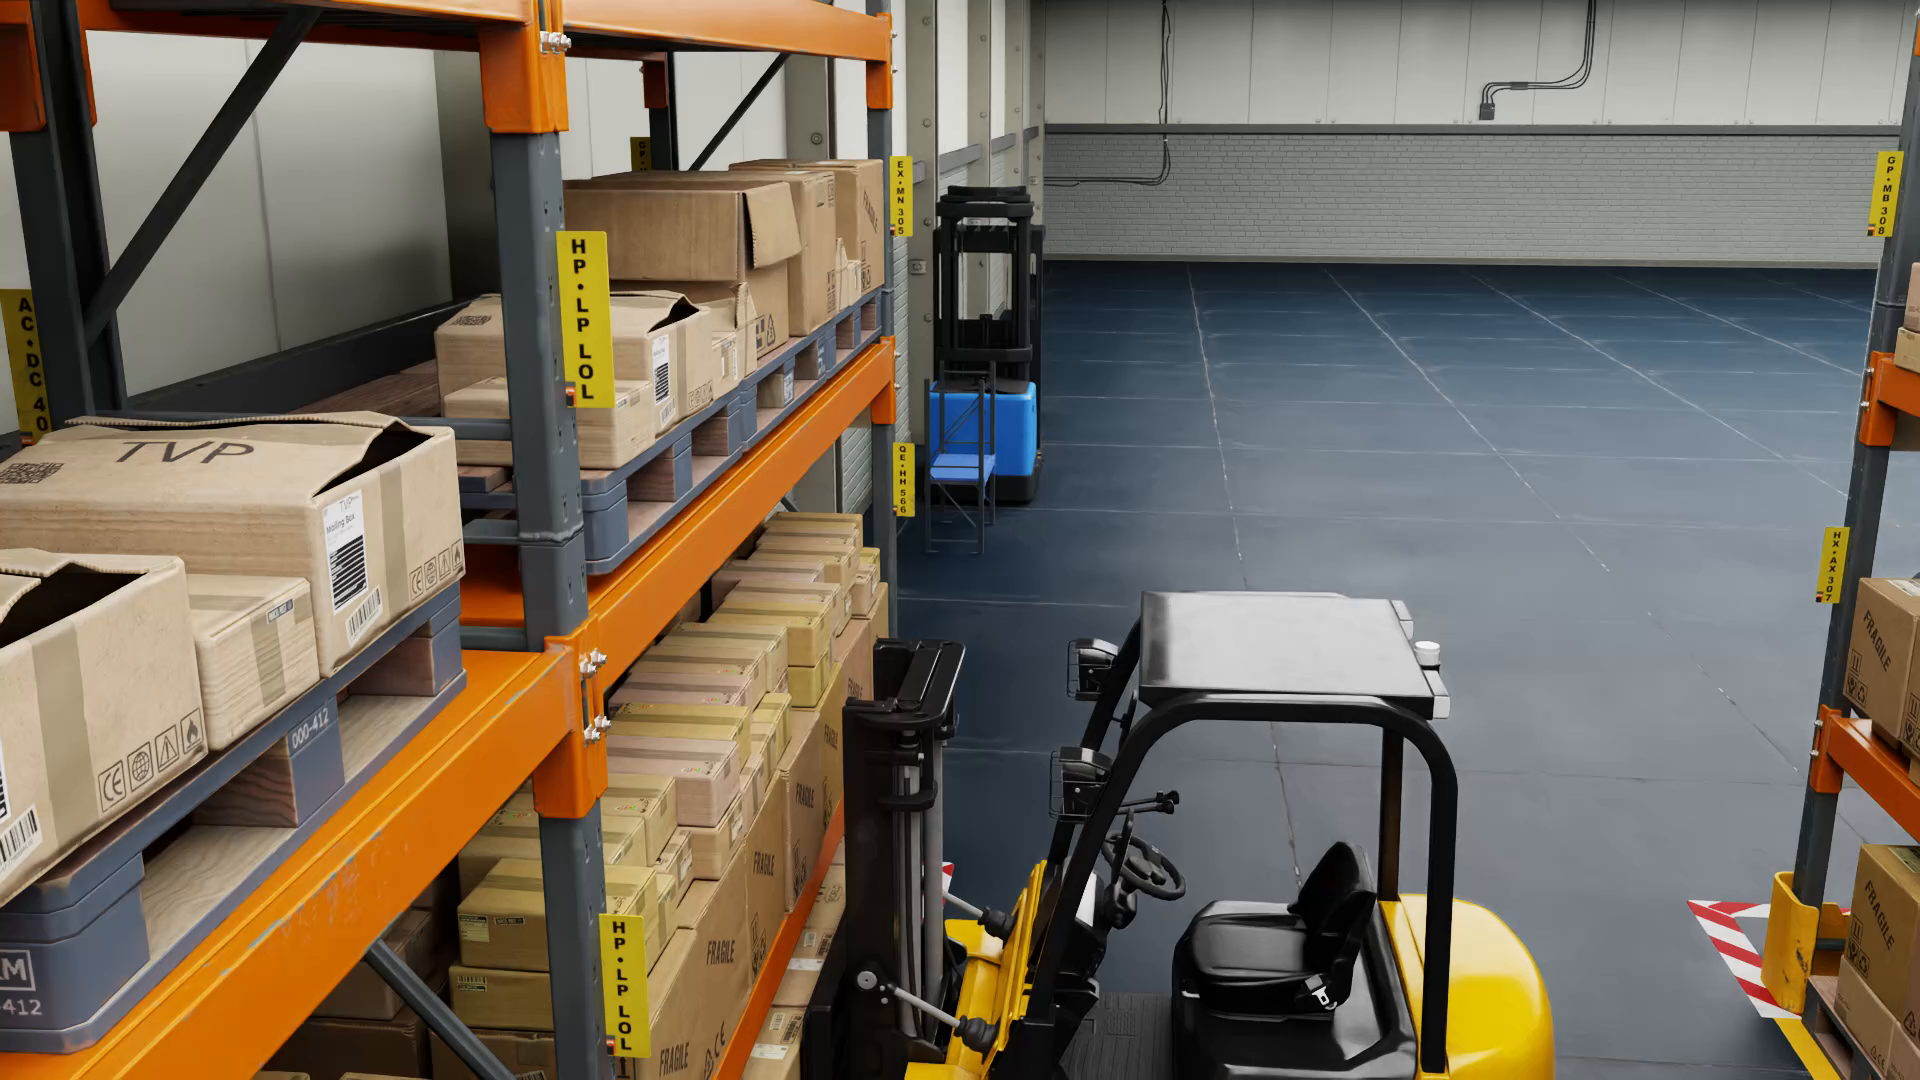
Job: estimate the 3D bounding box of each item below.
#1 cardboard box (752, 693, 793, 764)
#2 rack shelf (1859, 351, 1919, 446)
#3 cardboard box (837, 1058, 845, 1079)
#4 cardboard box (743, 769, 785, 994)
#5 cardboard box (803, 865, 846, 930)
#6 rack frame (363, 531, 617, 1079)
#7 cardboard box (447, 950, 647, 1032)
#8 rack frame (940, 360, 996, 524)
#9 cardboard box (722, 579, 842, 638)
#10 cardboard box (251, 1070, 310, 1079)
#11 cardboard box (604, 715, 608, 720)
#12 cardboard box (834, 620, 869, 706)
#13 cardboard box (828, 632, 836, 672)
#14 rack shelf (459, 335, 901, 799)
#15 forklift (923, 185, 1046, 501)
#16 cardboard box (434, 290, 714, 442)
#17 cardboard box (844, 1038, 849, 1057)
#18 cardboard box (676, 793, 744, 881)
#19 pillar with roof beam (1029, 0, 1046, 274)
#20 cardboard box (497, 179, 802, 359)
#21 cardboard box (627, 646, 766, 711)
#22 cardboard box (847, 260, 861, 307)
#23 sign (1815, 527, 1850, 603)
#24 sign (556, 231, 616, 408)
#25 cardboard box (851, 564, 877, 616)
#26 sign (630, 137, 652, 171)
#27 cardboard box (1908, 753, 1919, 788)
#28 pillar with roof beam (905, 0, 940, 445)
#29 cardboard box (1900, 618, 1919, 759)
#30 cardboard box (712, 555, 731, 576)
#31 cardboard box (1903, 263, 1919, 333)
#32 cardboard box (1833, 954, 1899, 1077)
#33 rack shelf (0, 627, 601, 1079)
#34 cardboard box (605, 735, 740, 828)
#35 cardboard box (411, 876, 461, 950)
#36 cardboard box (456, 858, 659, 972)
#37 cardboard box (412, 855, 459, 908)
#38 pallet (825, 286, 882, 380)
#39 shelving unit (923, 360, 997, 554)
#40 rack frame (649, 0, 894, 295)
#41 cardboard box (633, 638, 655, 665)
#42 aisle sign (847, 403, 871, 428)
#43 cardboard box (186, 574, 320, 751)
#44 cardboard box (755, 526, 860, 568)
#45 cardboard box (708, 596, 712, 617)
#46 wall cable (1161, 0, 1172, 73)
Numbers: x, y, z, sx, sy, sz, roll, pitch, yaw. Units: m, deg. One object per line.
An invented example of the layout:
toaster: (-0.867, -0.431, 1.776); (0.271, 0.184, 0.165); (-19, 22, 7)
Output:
cardboard box: (-0.744, 0.593, 5.287); (0.380, 0.149, 0.250); (1, 15, 5)
rack shelf: (3.923, -0.044, 4.710); (1.077, 0.370, 4.000); (2, 15, 6)
cardboard box: (-0.691, 2.042, 5.827); (0.500, 0.250, 0.500); (2, 15, 8)
cardboard box: (-0.828, 1.007, 4.998); (0.500, 0.500, 0.500); (2, 15, 6)
cardboard box: (-0.625, 1.427, 6.186); (0.500, 0.250, 0.500); (2, 15, 7)
rack frame: (-1.236, 1.430, 3.627); (1.000, 3.000, 0.127); (2, 15, 6)
cardboard box: (-0.938, 0.994, 3.806); (0.380, 0.149, 0.250); (1, 15, 5)
rack frame: (0.067, -0.878, 15.036); (0.500, 1.500, 0.032); (2, 15, 6)
cardboard box: (-0.636, 0.253, 5.974); (0.380, 0.149, 0.250); (2, 15, 8)
cardboard box: (-1.488, 1.153, 3.215); (0.380, 0.149, 0.250); (1, 15, 5)
cardboard box: (-1.281, 0.578, 5.344); (0.380, 0.149, 0.250); (1, 15, 4)
cardboard box: (-0.647, 0.614, 6.453); (0.500, 0.500, 0.500); (2, 15, 8)
cardboard box: (-0.657, 0.397, 6.014); (0.380, 0.149, 0.250); (1, 15, 4)
rack shelf: (-1.010, -0.189, 5.248); (1.077, 0.370, 4.000); (2, 15, 6)
forklift: (0.298, -2.122, 16.893); (1.130, 2.935, 3.031); (1, 15, 5)
cardboard box: (-0.900, -0.434, 3.950); (0.500, 0.311, 0.500); (2, 15, 7)
cardboard box: (-0.633, 1.676, 6.224); (0.500, 0.250, 0.500); (1, 15, 5)
cardboard box: (-0.807, 0.796, 4.536); (0.380, 0.149, 0.250); (2, 15, 7)
pillar with roof beam: (5.904, -10.003, 34.417); (9.100, 9.000, 0.400); (2, 15, 6)
cardboard box: (-0.911, -0.821, 5.011); (0.797, 0.503, 0.637); (2, 15, 8)
cardboard box: (-0.828, 0.450, 5.249); (0.380, 0.149, 0.250); (2, 15, 6)
cardboard box: (-0.576, -0.961, 6.209); (0.380, 0.149, 0.250); (1, 15, 5)
sign: (3.609, 0.104, 6.872); (0.100, 0.325, 0.005); (2, 15, 6)
sign: (-0.695, -0.406, 3.077); (0.100, 0.325, 0.005); (2, 15, 6)
cardboard box: (-0.544, 0.197, 6.754); (0.380, 0.149, 0.250); (2, 15, 7)
sign: (-1.335, -1.533, 7.014); (0.100, 0.325, 0.005); (2, 15, 6)
cardboard box: (3.779, 0.873, 6.167); (0.380, 0.149, 0.250); (1, 15, 4)
pillar with roof beam: (3.873, -5.335, 17.152); (9.100, 9.000, 0.400); (2, 15, 6)
cardboard box: (3.764, 0.595, 5.953); (0.500, 0.500, 0.500); (2, 15, 8)
cardboard box: (-1.113, 0.104, 6.526); (0.380, 0.149, 0.250); (2, 15, 7)
cardboard box: (3.827, -0.859, 6.062); (0.500, 0.250, 0.500); (1, 15, 5)
cardboard box: (3.782, 1.864, 6.487); (0.500, 0.250, 0.500); (2, 15, 6)
rack shelf: (-1.461, 0.848, 1.411); (1.077, 0.370, 4.000); (2, 15, 6)
cardboard box: (-0.814, 0.650, 4.506); (0.380, 0.149, 0.250); (2, 15, 8)
cardboard box: (-1.461, 0.912, 4.109); (0.380, 0.149, 0.250); (1, 15, 5)
cardboard box: (-0.905, 0.851, 3.764); (0.380, 0.149, 0.250); (2, 15, 7)
cardboard box: (-1.430, 0.770, 4.066); (0.380, 0.149, 0.250); (1, 15, 5)
pallet: (-0.890, -0.830, 6.408); (1.003, 0.211, 1.213); (2, 15, 6)
shelving unit: (0.010, -0.746, 14.548); (0.538, 1.500, 1.048); (2, 15, 6)
rack frame: (-0.784, -2.503, 6.680); (1.000, 3.000, 0.127); (2, 15, 6)
cardboard box: (-1.237, 0.369, 5.548); (0.380, 0.149, 0.250); (2, 15, 7)
aisle sign: (-0.485, -0.871, 7.155); (0.394, 0.787, 0.004); (2, 15, 6)
cardboard box: (-1.058, 0.147, 2.112); (0.380, 0.149, 0.250); (2, 15, 6)
cardboard box: (-0.612, 0.052, 6.720); (0.380, 0.149, 0.250); (2, 15, 6)
cardboard box: (-1.080, 0.243, 6.583); (0.380, 0.149, 0.250); (1, 15, 5)
wall cable: (5.961, -11.715, 37.019); (3.097, 2.526, 0.112); (2, 15, 6)
